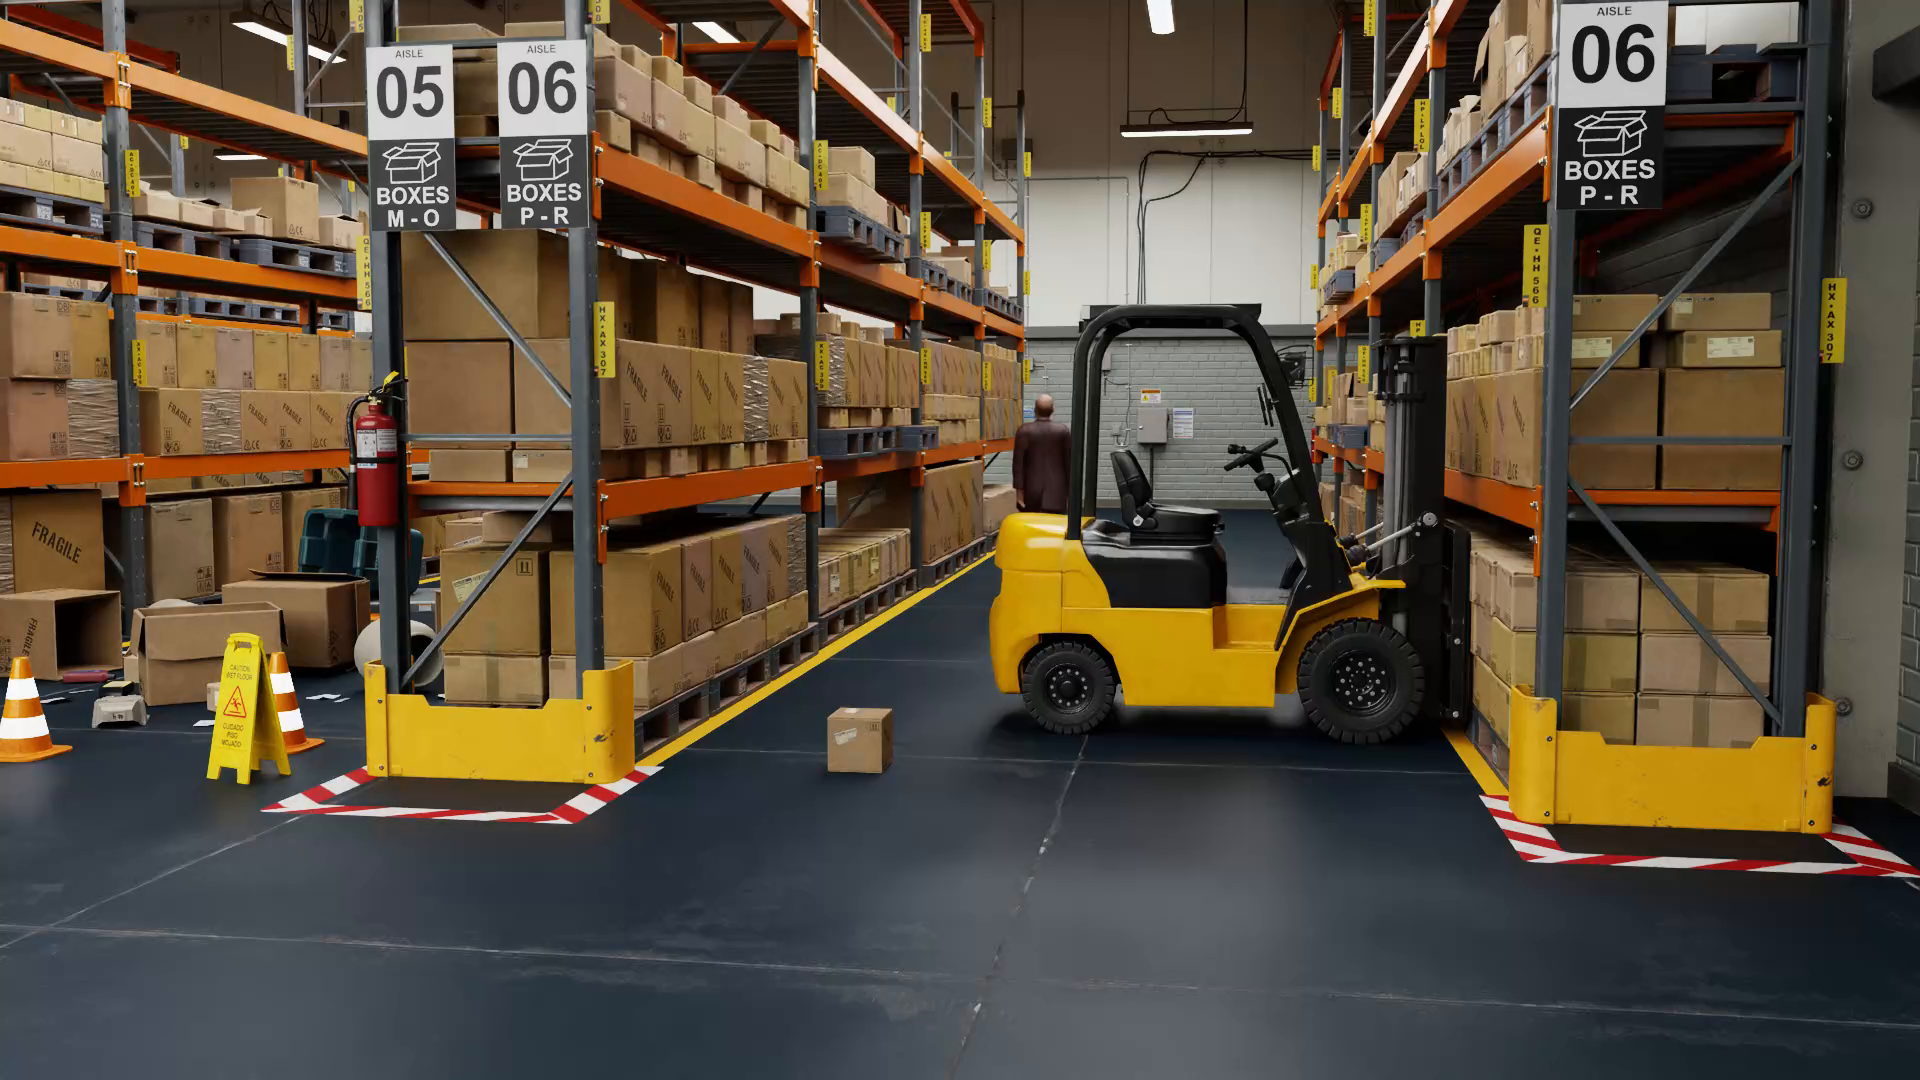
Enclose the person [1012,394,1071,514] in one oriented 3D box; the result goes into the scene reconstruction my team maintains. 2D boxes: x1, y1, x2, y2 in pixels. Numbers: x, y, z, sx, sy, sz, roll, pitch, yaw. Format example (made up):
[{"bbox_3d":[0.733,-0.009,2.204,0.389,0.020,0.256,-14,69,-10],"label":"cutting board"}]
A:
[{"bbox_3d":[0.793,-0.342,15.646,0.572,1.633,0.738,1,4,7],"label":"person"}]
